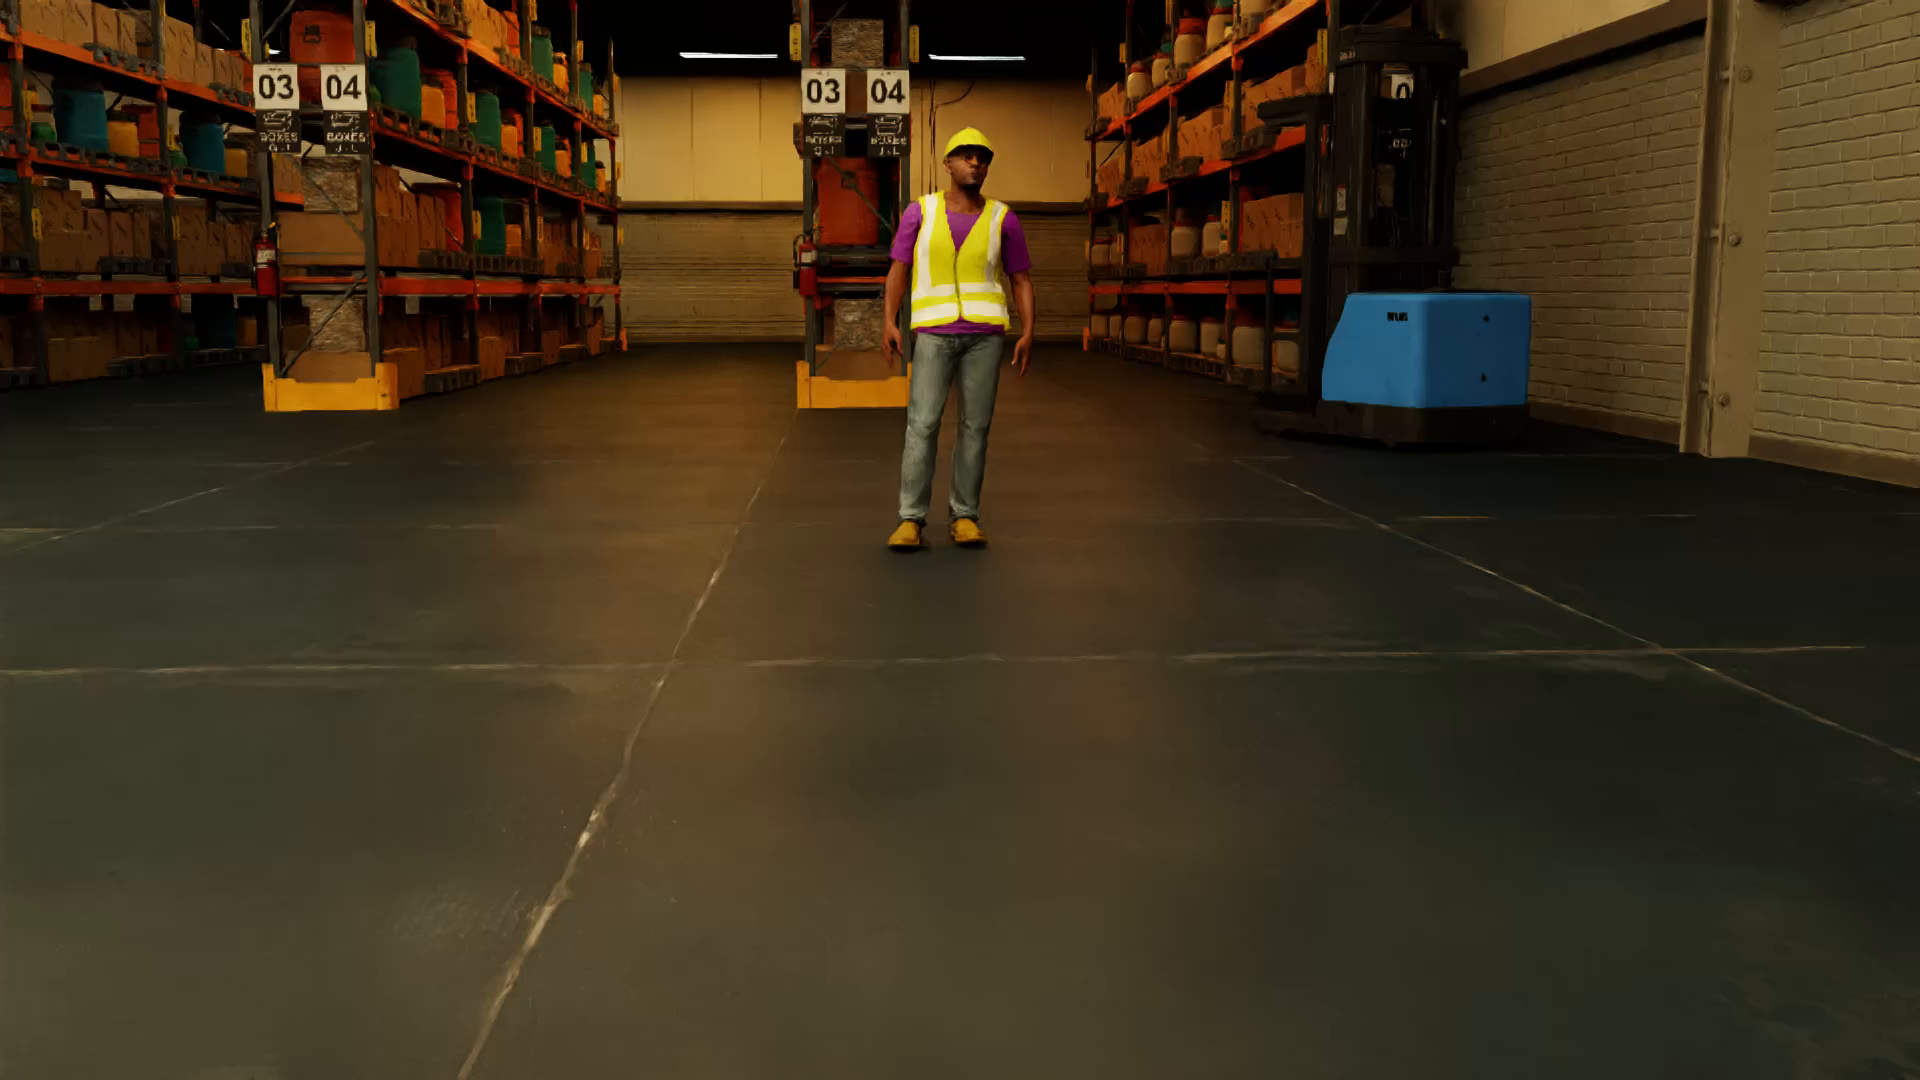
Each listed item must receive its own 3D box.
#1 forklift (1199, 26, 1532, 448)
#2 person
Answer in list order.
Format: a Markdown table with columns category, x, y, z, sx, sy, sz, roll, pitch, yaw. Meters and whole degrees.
| category | x | y | z | sx | sy | sz | roll | pitch | yaw |
| --- | --- | --- | --- | --- | --- | --- | --- | --- | --- |
| forklift | 2.915 | -2.258 | 12.535 | 1.130 | 2.935 | 3.031 | -4 | 9 | -23 |
| person | -0.001 | -0.871 | 7.110 | 0.665 | 1.766 | 0.576 | -1 | 8 | -4 |
